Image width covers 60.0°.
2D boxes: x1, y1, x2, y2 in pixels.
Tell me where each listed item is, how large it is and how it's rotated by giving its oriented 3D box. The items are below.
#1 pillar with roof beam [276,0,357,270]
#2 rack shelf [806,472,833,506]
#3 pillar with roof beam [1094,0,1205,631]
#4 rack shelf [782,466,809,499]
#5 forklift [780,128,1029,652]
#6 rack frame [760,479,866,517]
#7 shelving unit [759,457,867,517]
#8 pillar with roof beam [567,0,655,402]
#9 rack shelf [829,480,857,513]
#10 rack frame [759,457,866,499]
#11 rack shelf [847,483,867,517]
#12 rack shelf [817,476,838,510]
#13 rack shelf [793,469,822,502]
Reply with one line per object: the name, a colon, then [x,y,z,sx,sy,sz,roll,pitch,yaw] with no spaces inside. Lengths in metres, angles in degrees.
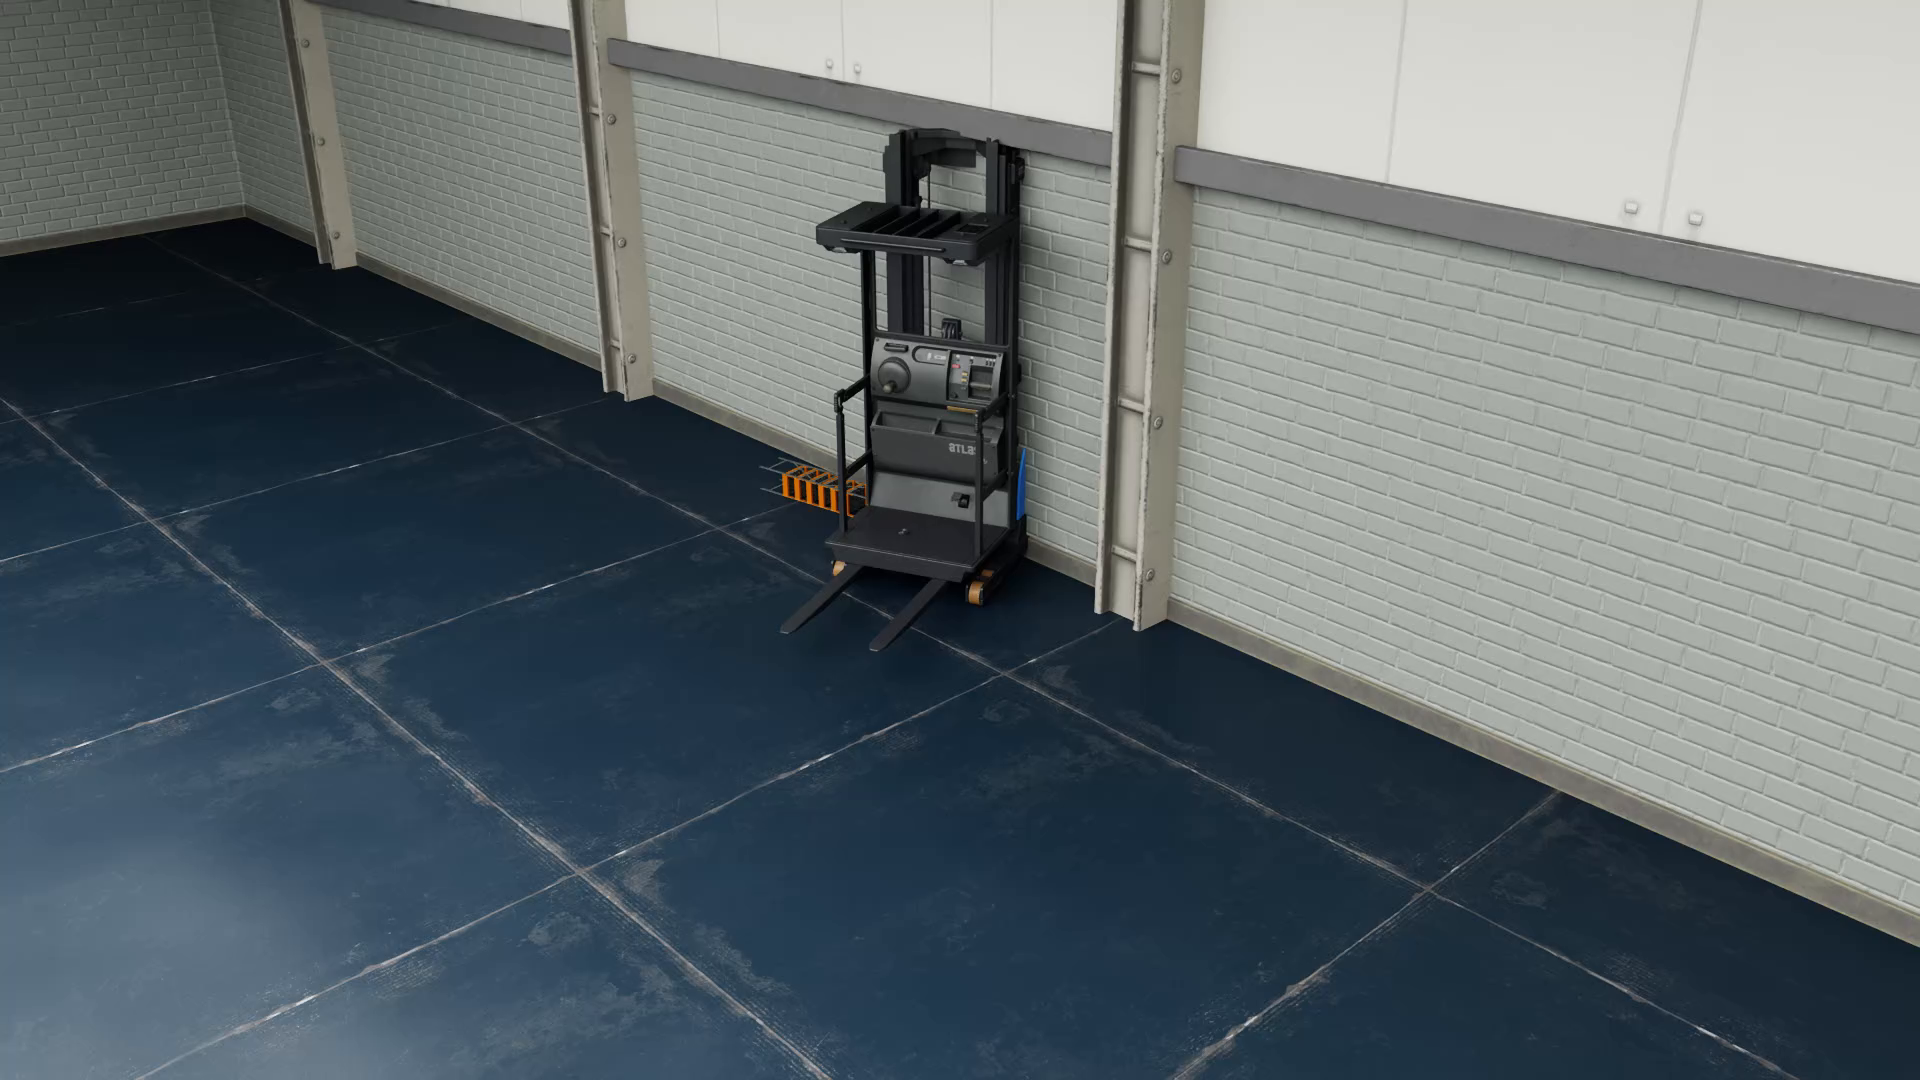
pillar with roof beam: [-10.211,-6.019,14.398,9.100,9.000,0.400,-21,32,-38]
rack shelf: [-1.057,-0.394,12.677,0.103,0.180,0.258,17,29,32]
pillar with roof beam: [-2.009,-2.383,6.429,9.100,9.000,0.400,-21,32,-38]
rack shelf: [-1.251,-0.453,12.805,0.103,0.180,0.258,17,29,32]
forklift: [-0.235,-1.094,10.913,1.130,2.935,3.031,10,26,20]
rack frame: [-0.996,-0.292,12.674,1.200,0.006,0.240,17,29,32]
shelving unit: [-0.996,-0.375,12.636,1.200,0.189,0.258,17,29,32]
pillar with roof beam: [-6.110,-4.201,10.414,9.100,9.000,0.400,-21,32,-38]
rack shelf: [-0.863,-0.335,12.548,0.103,0.180,0.258,17,29,32]
rack frame: [-0.996,-0.459,12.598,1.200,0.006,0.240,17,29,32]
rack shelf: [-0.766,-0.306,12.483,0.103,0.180,0.258,17,29,32]
rack shelf: [-0.960,-0.364,12.612,0.103,0.180,0.258,17,29,32]
rack shelf: [-1.154,-0.423,12.741,0.103,0.180,0.258,17,29,32]
